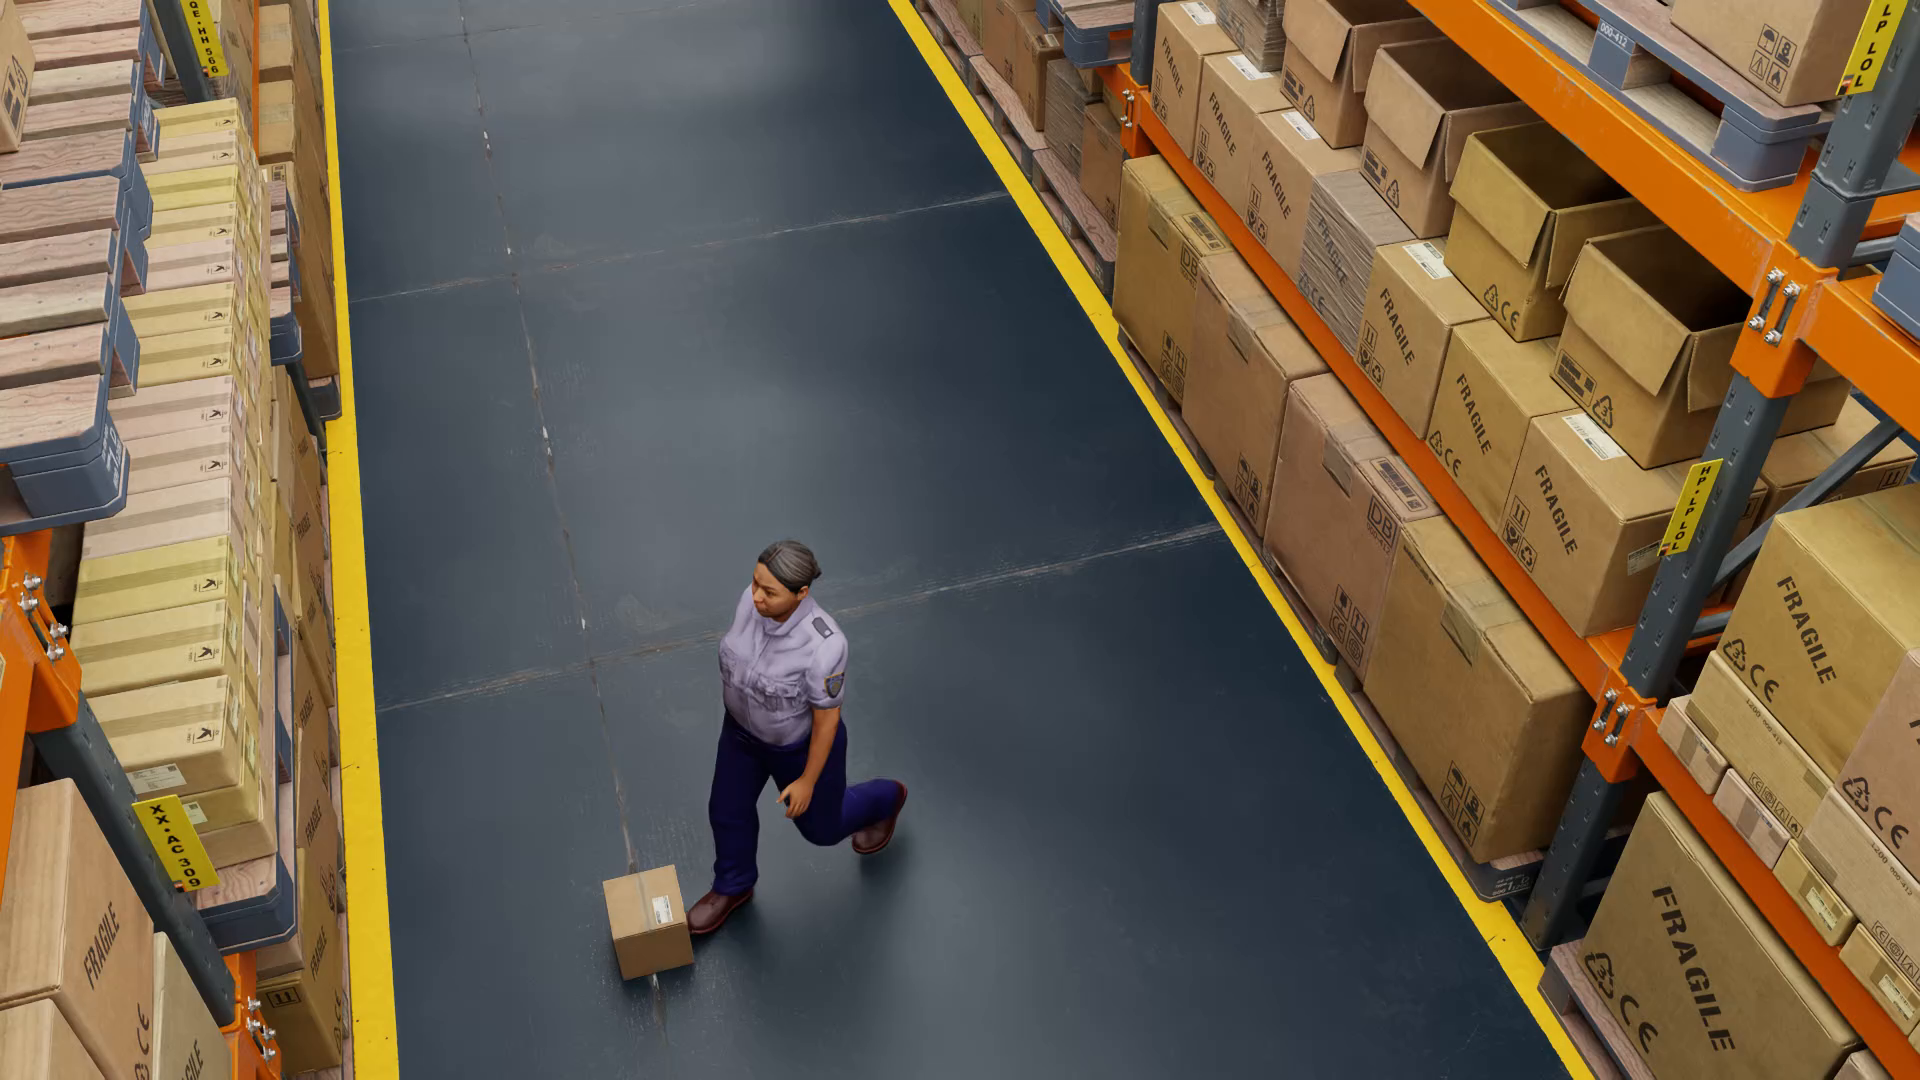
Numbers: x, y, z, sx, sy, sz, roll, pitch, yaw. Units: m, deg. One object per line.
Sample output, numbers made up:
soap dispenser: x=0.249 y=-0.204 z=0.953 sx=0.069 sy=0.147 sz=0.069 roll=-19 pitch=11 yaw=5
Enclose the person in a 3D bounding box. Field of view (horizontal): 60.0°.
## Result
person: x=-0.562 y=0.637 z=5.480 sx=0.482 sy=1.613 sz=0.878 roll=29 pitch=50 yaw=28
